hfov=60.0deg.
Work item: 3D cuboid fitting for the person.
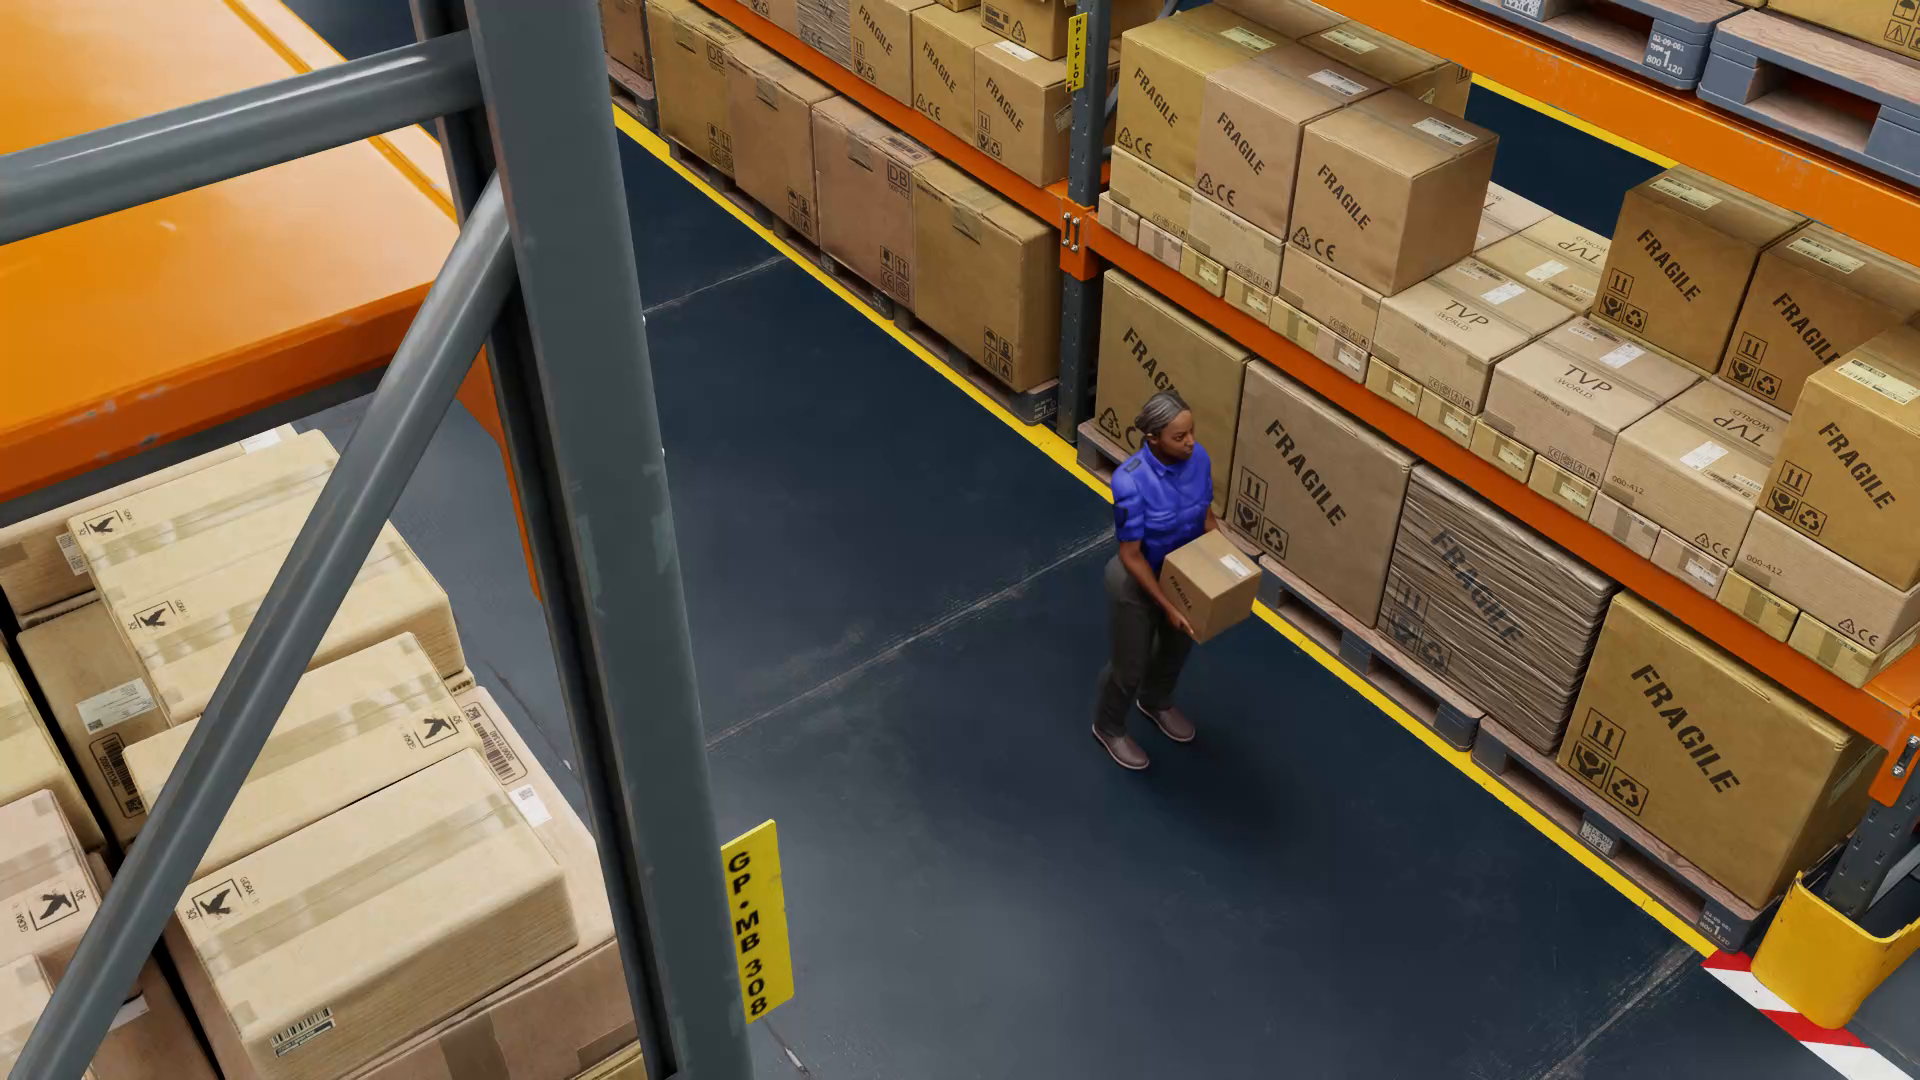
[{"bbox_3d":[0.786,0.202,6.192,0.448,1.655,0.505,-26,47,-27],"label":"person"}]
